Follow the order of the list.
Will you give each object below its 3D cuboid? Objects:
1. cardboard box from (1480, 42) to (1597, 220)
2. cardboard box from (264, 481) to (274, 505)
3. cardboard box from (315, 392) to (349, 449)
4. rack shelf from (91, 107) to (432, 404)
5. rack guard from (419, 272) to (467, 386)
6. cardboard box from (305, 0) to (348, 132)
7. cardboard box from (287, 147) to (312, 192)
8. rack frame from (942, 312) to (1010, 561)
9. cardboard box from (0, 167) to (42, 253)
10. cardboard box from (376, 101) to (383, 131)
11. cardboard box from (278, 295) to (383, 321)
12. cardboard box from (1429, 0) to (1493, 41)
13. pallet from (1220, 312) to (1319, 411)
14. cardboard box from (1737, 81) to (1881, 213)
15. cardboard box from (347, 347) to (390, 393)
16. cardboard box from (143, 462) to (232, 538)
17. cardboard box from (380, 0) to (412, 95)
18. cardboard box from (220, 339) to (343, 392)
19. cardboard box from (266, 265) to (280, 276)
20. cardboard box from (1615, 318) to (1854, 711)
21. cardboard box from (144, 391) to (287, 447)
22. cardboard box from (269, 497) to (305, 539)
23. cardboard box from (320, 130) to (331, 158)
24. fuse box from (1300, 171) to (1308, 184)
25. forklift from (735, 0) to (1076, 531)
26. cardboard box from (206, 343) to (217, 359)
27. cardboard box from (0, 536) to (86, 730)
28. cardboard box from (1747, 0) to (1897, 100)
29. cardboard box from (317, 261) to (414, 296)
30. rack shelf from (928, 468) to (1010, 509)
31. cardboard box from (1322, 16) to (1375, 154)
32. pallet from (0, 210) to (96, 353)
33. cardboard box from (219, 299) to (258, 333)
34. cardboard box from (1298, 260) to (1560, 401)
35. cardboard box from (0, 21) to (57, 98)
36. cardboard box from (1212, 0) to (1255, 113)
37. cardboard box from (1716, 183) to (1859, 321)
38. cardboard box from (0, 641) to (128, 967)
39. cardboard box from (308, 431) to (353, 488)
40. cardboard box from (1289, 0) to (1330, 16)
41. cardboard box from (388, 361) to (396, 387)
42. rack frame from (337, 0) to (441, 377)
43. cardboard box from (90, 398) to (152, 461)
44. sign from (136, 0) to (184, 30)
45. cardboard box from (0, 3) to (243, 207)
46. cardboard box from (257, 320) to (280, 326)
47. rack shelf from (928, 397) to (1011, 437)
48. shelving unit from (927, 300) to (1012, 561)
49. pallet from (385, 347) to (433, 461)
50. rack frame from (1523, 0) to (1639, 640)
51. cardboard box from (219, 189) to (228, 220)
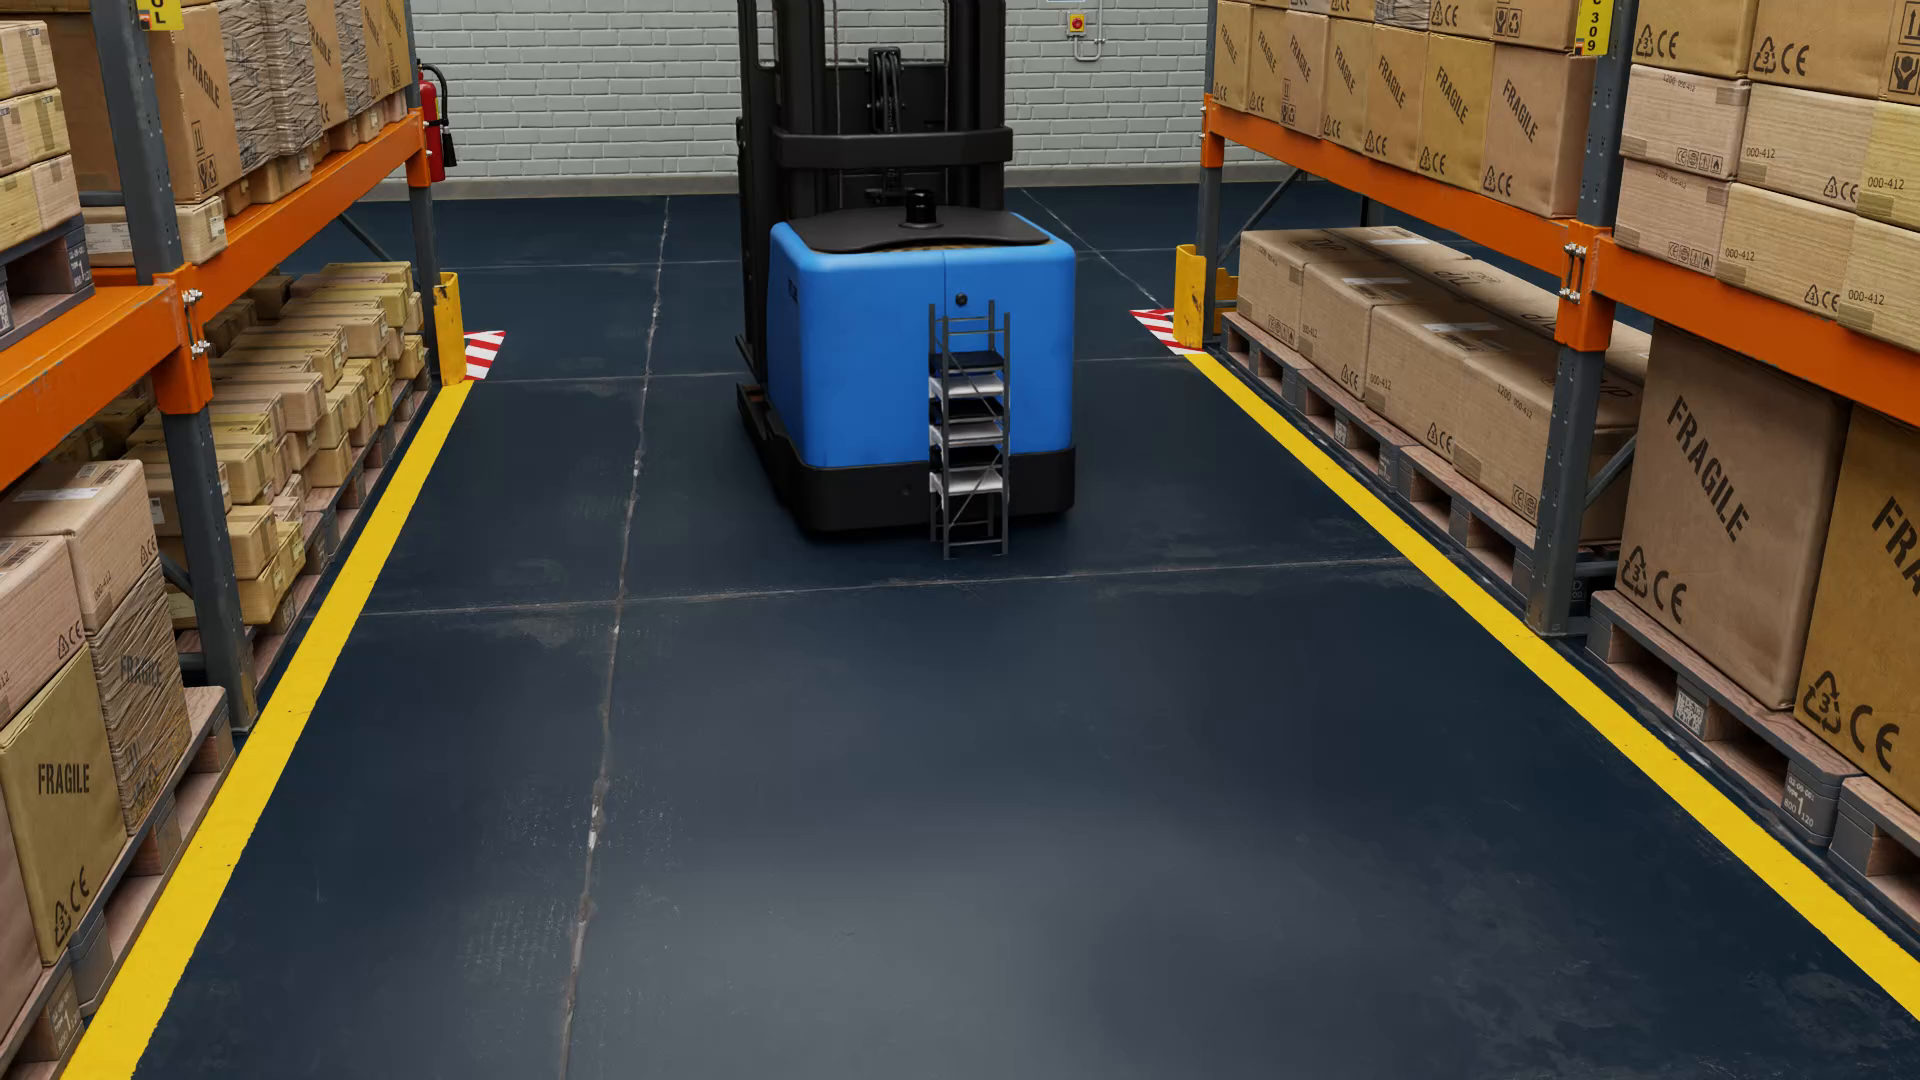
[{"bbox_3d":[2.037,-1.325,5.335,0.500,0.500,0.500,-3,21,-7],"label":"cardboard box"},{"bbox_3d":[-2.459,-0.154,5.391,0.380,0.149,0.250,-3,21,-8],"label":"cardboard box"},{"bbox_3d":[-2.485,-0.435,6.142,0.380,0.149,0.250,-3,21,-8],"label":"cardboard box"},{"bbox_3d":[-2.815,-1.202,6.174,1.077,0.370,4.000,-3,21,-8],"label":"rack shelf"},{"bbox_3d":[-3.093,-1.034,8.270,1.175,0.500,0.348,-3,21,-8],"label":"rack guard"},{"bbox_3d":[-2.571,-1.748,6.041,0.500,0.500,0.500,-2,21,-5],"label":"cardboard box"},{"bbox_3d":[-2.482,-1.297,5.760,0.380,0.149,0.250,-2,21,-5],"label":"cardboard box"},{"bbox_3d":[0.056,-0.355,5.880,0.240,0.900,0.006,-5,21,-13],"label":"rack frame"},{"bbox_3d":[-2.236,-0.708,3.583,0.380,0.149,0.250,-3,21,-7],"label":"cardboard box"},{"bbox_3d":[-2.727,-1.841,7.216,0.380,0.149,0.250,-3,21,-8],"label":"cardboard box"},{"bbox_3d":[-2.659,-0.934,7.055,0.380,0.149,0.250,-4,21,-10],"label":"cardboard box"},{"bbox_3d":[1.950,-1.972,5.636,0.500,0.500,0.500,-3,21,-9],"label":"cardboard box"},{"bbox_3d":[1.973,-0.937,8.422,1.003,0.211,1.213,-3,21,-8],"label":"pallet"},{"bbox_3d":[2.244,-0.949,3.970,0.500,0.250,0.500,-3,21,-7],"label":"cardboard box"},{"bbox_3d":[-2.581,-0.705,6.865,0.380,0.149,0.250,-3,21,-7],"label":"cardboard box"},{"bbox_3d":[-2.372,-0.116,4.863,0.380,0.149,0.250,-2,21,-6],"label":"cardboard box"},{"bbox_3d":[-2.784,-2.275,7.451,0.500,0.500,0.500,-2,21,-7],"label":"cardboard box"},{"bbox_3d":[-2.572,-0.658,6.315,0.380,0.149,0.250,-3,21,-7],"label":"cardboard box"},{"bbox_3d":[-3.364,-1.172,7.692,0.380,0.149,0.250,-4,21,-10],"label":"cardboard box"},{"bbox_3d":[2.525,-0.122,4.691,0.875,0.875,0.875,-2,21,-6],"label":"cardboard box"},{"bbox_3d":[-2.498,-0.388,5.593,0.380,0.149,0.250,-3,21,-9],"label":"cardboard box"},{"bbox_3d":[-2.387,-0.025,5.471,0.380,0.149,0.250,-3,21,-8],"label":"cardboard box"},{"bbox_3d":[-2.678,-1.564,6.476,0.380,0.149,0.250,-4,21,-10],"label":"cardboard box"},{"bbox_3d":[3.044,-3.919,14.263,0.539,1.711,0.414,-3,21,-8],"label":"fuse box"},{"bbox_3d":[-0.413,-1.888,7.083,1.130,2.935,3.031,-5,21,-13],"label":"forklift"},{"bbox_3d":[-3.024,-0.636,6.255,0.380,0.149,0.250,-3,21,-8],"label":"cardboard box"},{"bbox_3d":[-2.109,0.201,3.293,0.500,0.250,0.500,-2,21,-5],"label":"cardboard box"},{"bbox_3d":[2.236,-1.304,3.850,0.500,0.500,0.500,-3,21,-8],"label":"cardboard box"},{"bbox_3d":[-2.776,-1.200,7.767,0.380,0.149,0.250,-3,21,-7],"label":"cardboard box"},{"bbox_3d":[0.032,-0.190,6.047,0.258,0.077,0.200,-5,21,-13],"label":"rack shelf"},{"bbox_3d":[1.810,-1.859,6.762,0.500,0.500,0.500,-2,21,-6],"label":"cardboard box"},{"bbox_3d":[-2.561,-0.484,3.500,1.003,0.211,1.213,-3,21,-8],"label":"pallet"},{"bbox_3d":[-3.178,-0.908,6.983,0.380,0.149,0.250,-4,21,-10],"label":"cardboard box"},{"bbox_3d":[2.115,-0.972,7.594,0.875,0.438,0.875,-2,21,-6],"label":"cardboard box"},{"bbox_3d":[-2.276,-1.075,3.715,0.380,0.149,0.250,-2,21,-5],"label":"cardboard box"},{"bbox_3d":[1.565,-2.382,8.164,0.500,0.500,0.500,-3,21,-8],"label":"cardboard box"},{"bbox_3d":[2.235,-0.716,4.060,0.500,0.250,0.500,-3,21,-9],"label":"cardboard box"},{"bbox_3d":[-2.097,0.549,3.431,0.500,0.500,0.500,-3,21,-9],"label":"cardboard box"},{"bbox_3d":[-2.489,-0.297,6.198,0.380,0.149,0.250,-3,21,-9],"label":"cardboard box"},{"bbox_3d":[1.731,-2.494,7.035,0.500,0.500,0.500,-3,21,-8],"label":"cardboard box"},{"bbox_3d":[-2.731,-0.741,7.387,0.380,0.149,0.250,-3,21,-8],"label":"cardboard box"},{"bbox_3d":[-3.104,-2.231,7.903,1.000,3.000,0.127,-3,21,-8],"label":"rack frame"},{"bbox_3d":[-2.915,-0.362,5.523,0.380,0.149,0.250,-2,21,-6],"label":"cardboard box"},{"bbox_3d":[-1.978,-1.418,4.070,0.100,0.325,0.005,-3,21,-8],"label":"sign"},{"bbox_3d":[-2.349,-1.217,4.618,0.500,0.500,0.500,-3,21,-9],"label":"cardboard box"},{"bbox_3d":[-3.176,-0.859,7.279,0.380,0.149,0.250,-3,21,-7],"label":"cardboard box"},{"bbox_3d":[0.032,-0.443,5.953,0.258,0.077,0.200,-5,21,-13],"label":"rack shelf"},{"bbox_3d":[0.032,-0.389,5.973,0.258,0.900,0.210,-5,21,-13],"label":"shelving unit"},{"bbox_3d":[-3.011,-0.615,7.562,1.003,0.211,1.213,-3,21,-8],"label":"pallet"},{"bbox_3d":[2.357,-1.131,4.957,1.000,3.000,0.127,-3,21,-8],"label":"rack frame"},{"bbox_3d":[-2.445,-1.018,5.015,0.380,0.149,0.250,-4,21,-10],"label":"cardboard box"}]
